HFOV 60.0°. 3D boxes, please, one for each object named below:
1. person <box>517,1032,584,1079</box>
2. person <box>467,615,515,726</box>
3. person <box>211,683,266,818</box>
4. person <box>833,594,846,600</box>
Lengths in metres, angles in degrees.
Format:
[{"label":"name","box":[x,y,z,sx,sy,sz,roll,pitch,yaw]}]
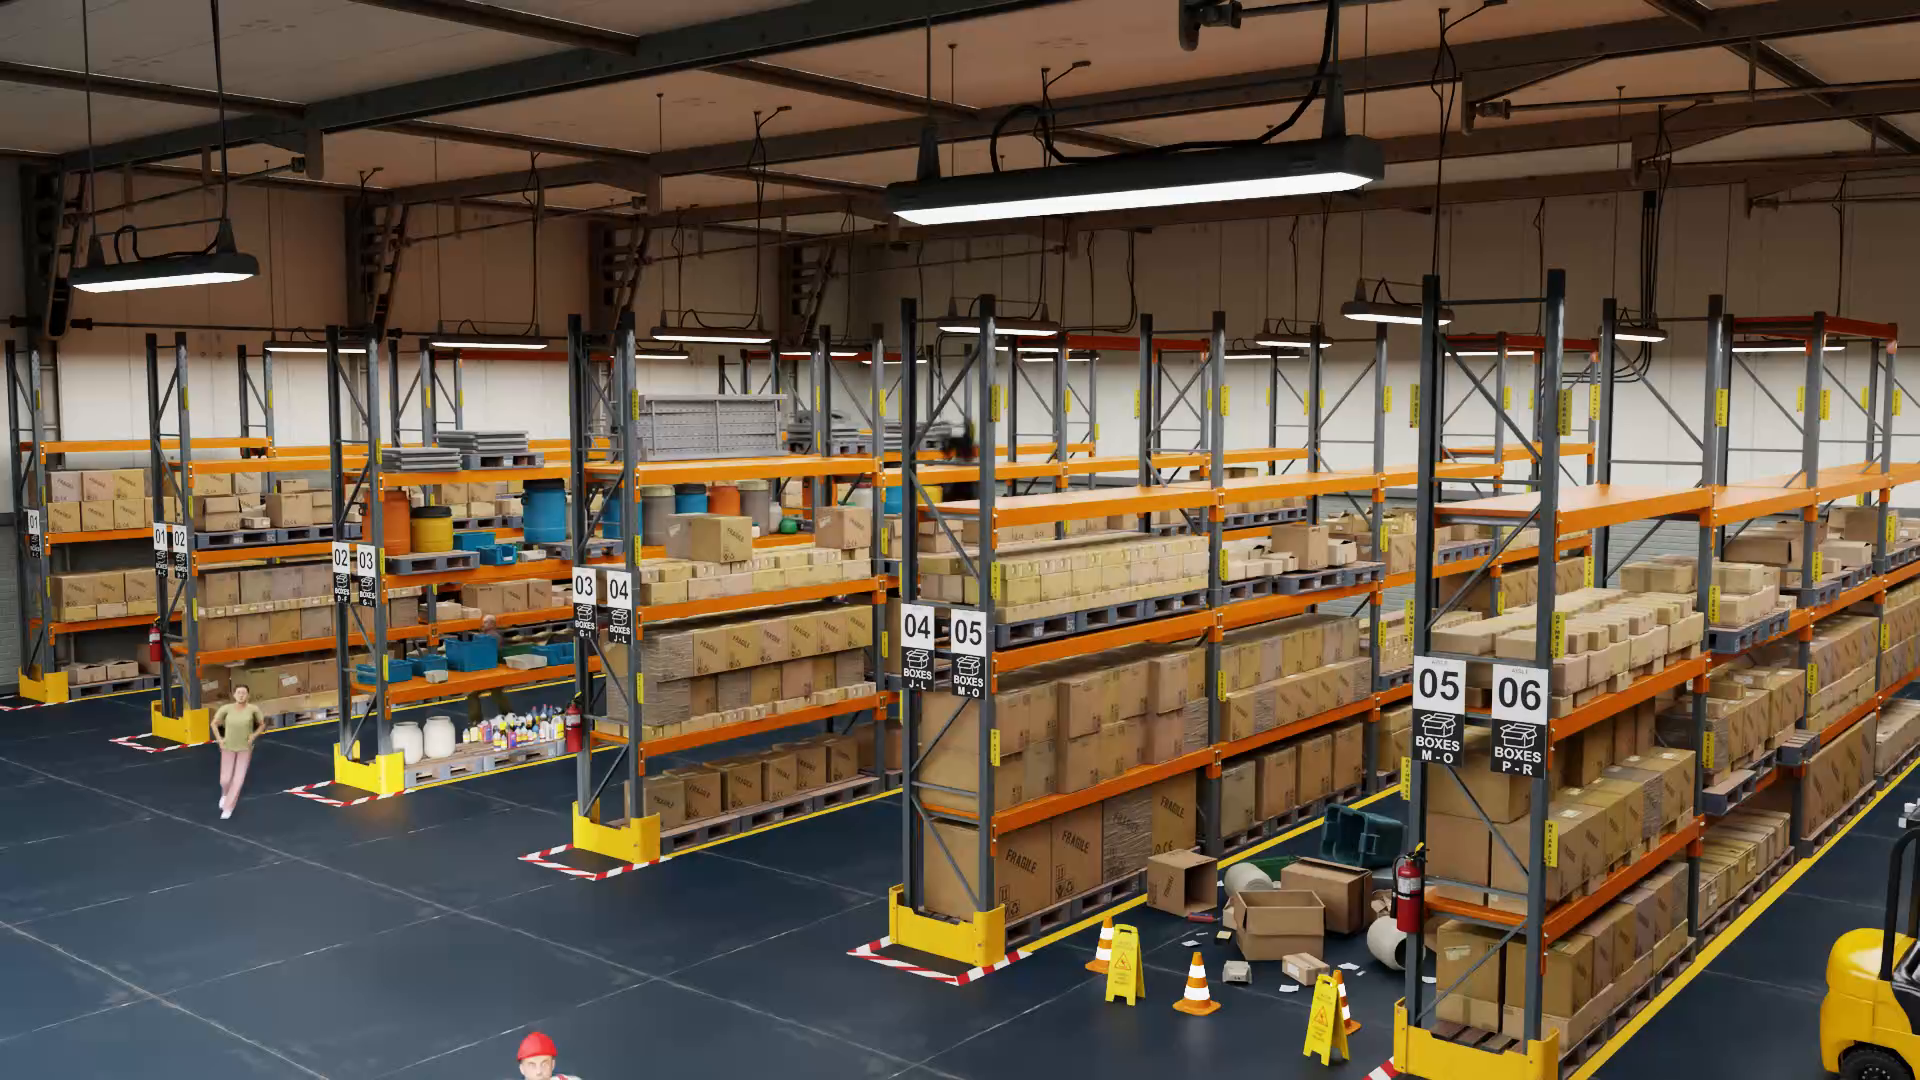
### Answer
[{"label":"person","box":[-2.243,3.484,8.804,0.639,1.831,0.823,-1,5,-12]},{"label":"person","box":[-7.054,2.035,24.949,0.672,1.846,0.855,3,6,33]},{"label":"person","box":[-8.774,2.539,20.260,0.605,1.621,0.531,-2,6,-26]},{"label":"person","box":[-2.253,1.340,32.868,0.651,1.726,0.583,3,6,31]}]
